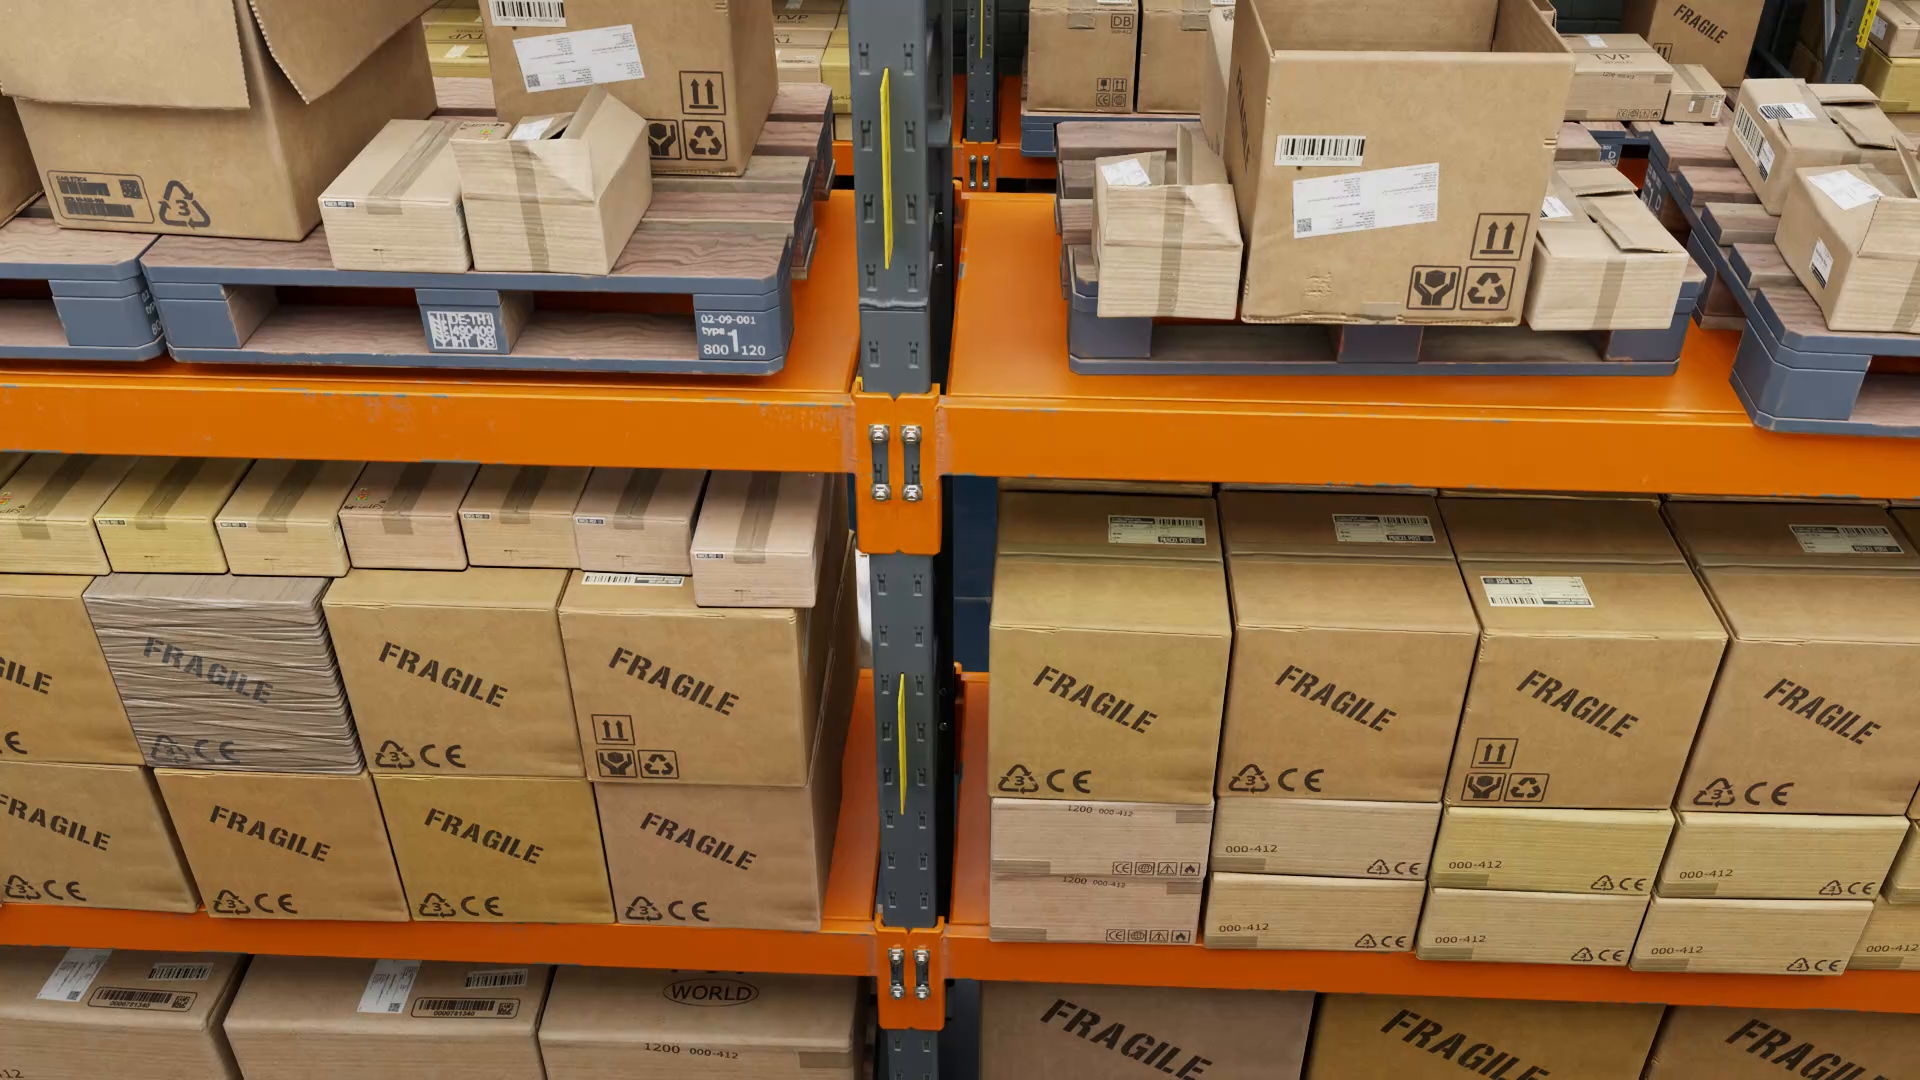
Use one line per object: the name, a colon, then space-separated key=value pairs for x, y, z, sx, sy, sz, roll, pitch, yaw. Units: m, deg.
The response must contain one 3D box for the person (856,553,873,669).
person: x=-0.584 y=0.378 z=6.135 sx=0.862 sy=1.147 sz=0.560 roll=1 pitch=35 yaw=2
